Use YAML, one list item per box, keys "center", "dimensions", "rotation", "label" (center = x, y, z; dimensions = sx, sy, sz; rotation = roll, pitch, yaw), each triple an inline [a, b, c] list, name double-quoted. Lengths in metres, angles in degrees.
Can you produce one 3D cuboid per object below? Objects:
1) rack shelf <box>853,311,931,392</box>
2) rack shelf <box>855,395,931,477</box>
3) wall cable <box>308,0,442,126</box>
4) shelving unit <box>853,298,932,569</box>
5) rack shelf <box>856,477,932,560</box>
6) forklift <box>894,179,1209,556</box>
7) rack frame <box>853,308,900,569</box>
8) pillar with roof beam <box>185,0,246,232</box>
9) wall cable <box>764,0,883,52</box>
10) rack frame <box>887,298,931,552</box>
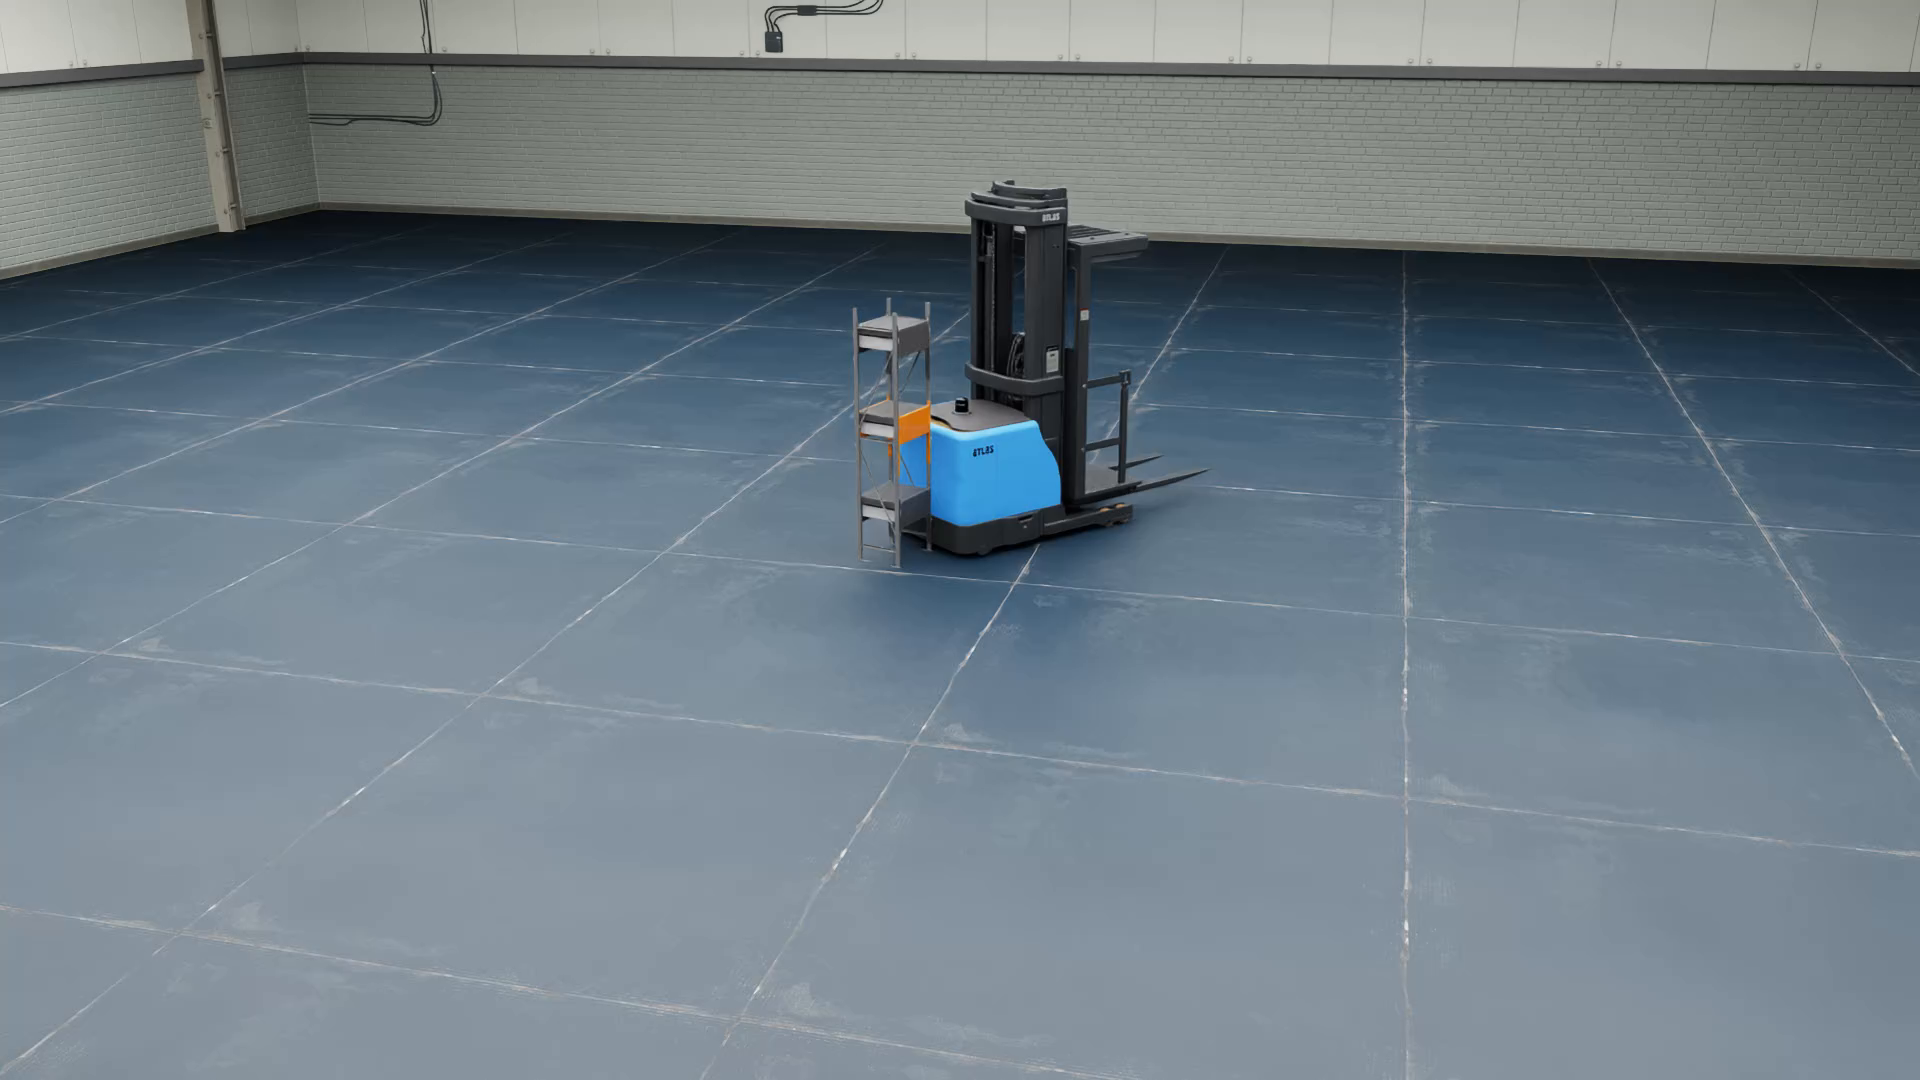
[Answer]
- center: [-0.539, -1.507, 13.227]
  dimensions: [0.431, 0.518, 0.480]
  rotation: [11, 22, 29]
  label: "rack shelf"
- center: [-0.539, -0.844, 13.453]
  dimensions: [0.431, 0.518, 0.480]
  rotation: [11, 22, 29]
  label: "rack shelf"
- center: [-11.654, -9.416, 32.636]
  dimensions: [3.097, 2.526, 0.112]
  rotation: [5, 19, 13]
  label: "wall cable"
- center: [-0.539, -0.857, 13.449]
  dimensions: [0.431, 2.100, 0.503]
  rotation: [11, 22, 29]
  label: "shelving unit"
- center: [-0.539, -0.182, 13.679]
  dimensions: [0.431, 0.518, 0.480]
  rotation: [11, 22, 29]
  label: "rack shelf"
- center: [0.902, -1.621, 14.398]
  dimensions: [3.031, 2.935, 1.130]
  rotation: [-14, 23, -35]
  label: "forklift"
- center: [-0.662, -0.789, 13.250]
  dimensions: [0.400, 2.100, 0.015]
  rotation: [11, 22, 29]
  label: "rack frame"
- center: [-9.481, -9.726, 28.741]
  dimensions: [9.100, 9.000, 0.400]
  rotation: [5, 19, 13]
  label: "pillar with roof beam"
- center: [-2.452, -11.740, 29.374]
  dimensions: [2.305, 6.003, 0.169]
  rotation: [5, 19, 13]
  label: "wall cable"
- center: [-0.415, -0.925, 13.648]
  dimensions: [0.400, 2.100, 0.015]
  rotation: [11, 22, 29]
  label: "rack frame"
